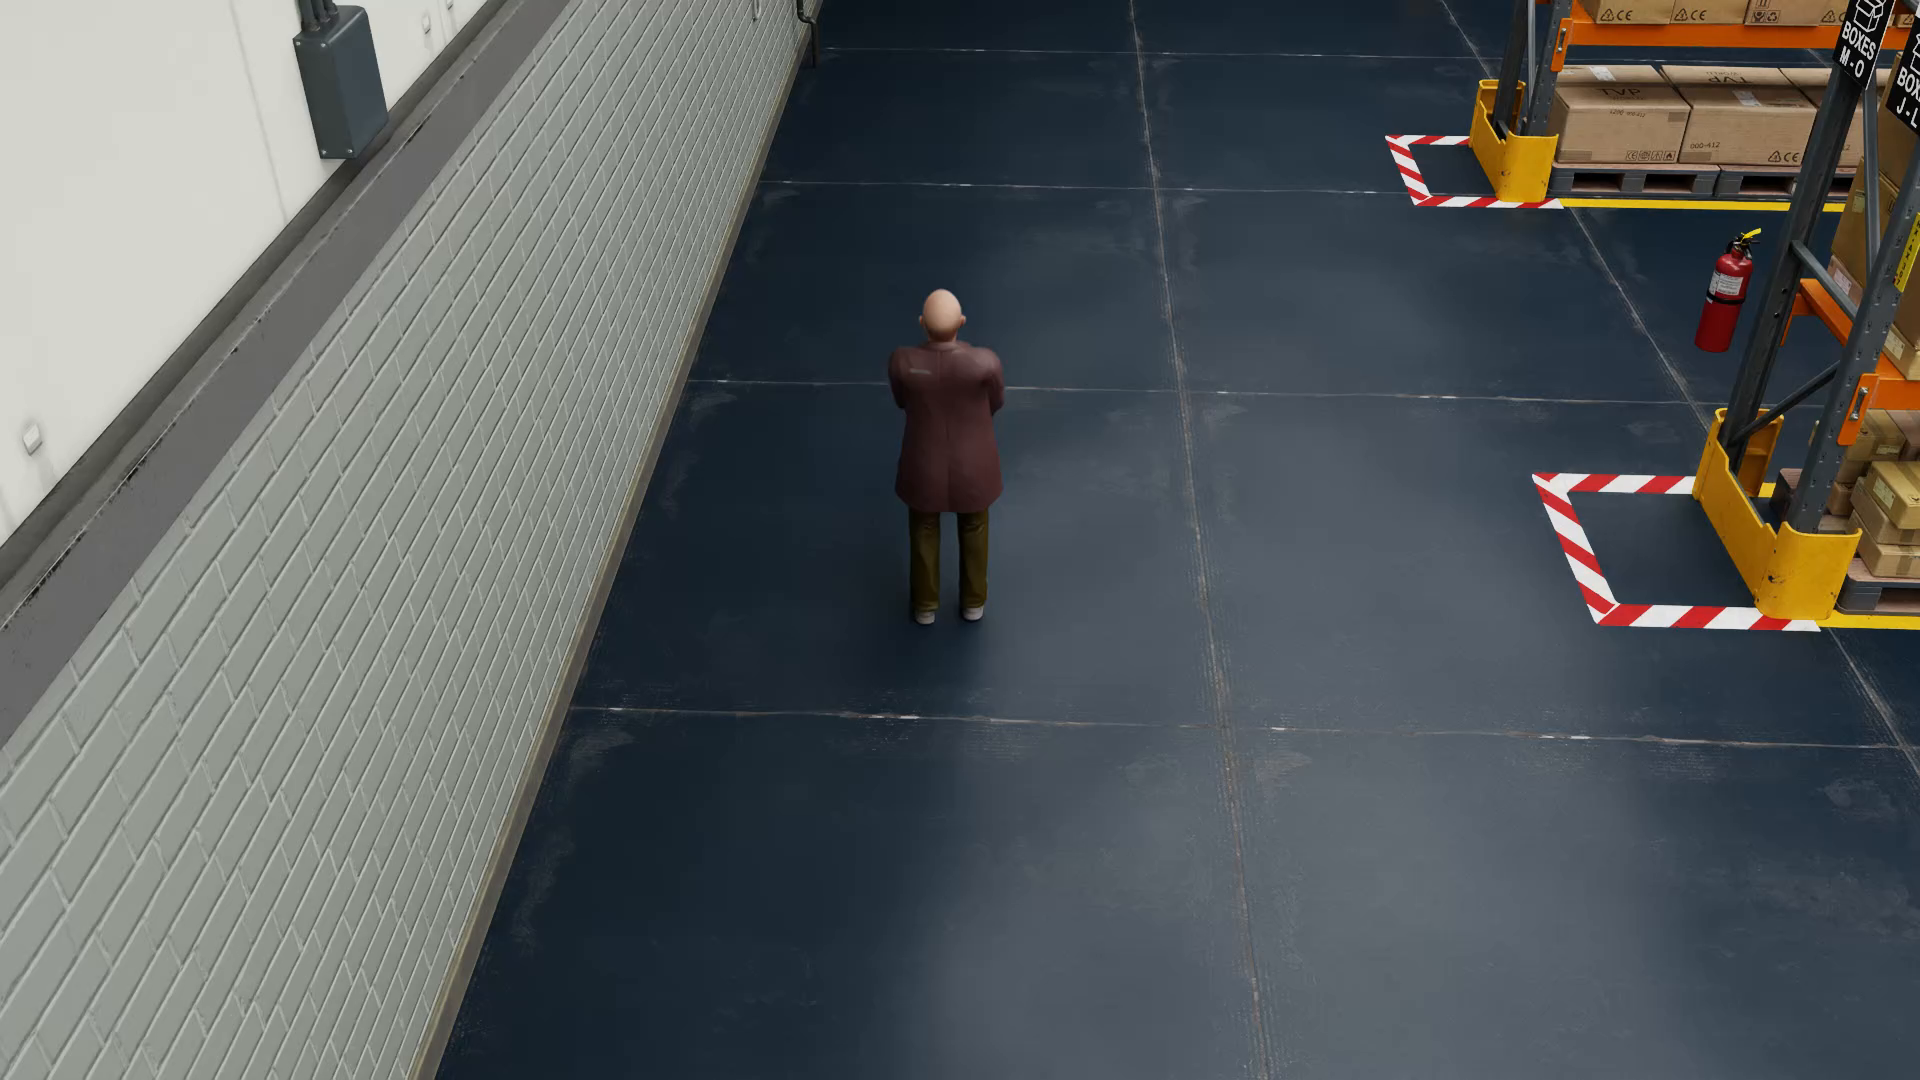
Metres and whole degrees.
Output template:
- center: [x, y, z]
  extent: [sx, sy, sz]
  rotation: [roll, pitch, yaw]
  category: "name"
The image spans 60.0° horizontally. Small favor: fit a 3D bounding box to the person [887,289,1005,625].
- center: [-0.055, -0.435, 7.752]
  extent: [0.527, 1.769, 0.563]
  rotation: [1, 35, 2]
  category: "person"
